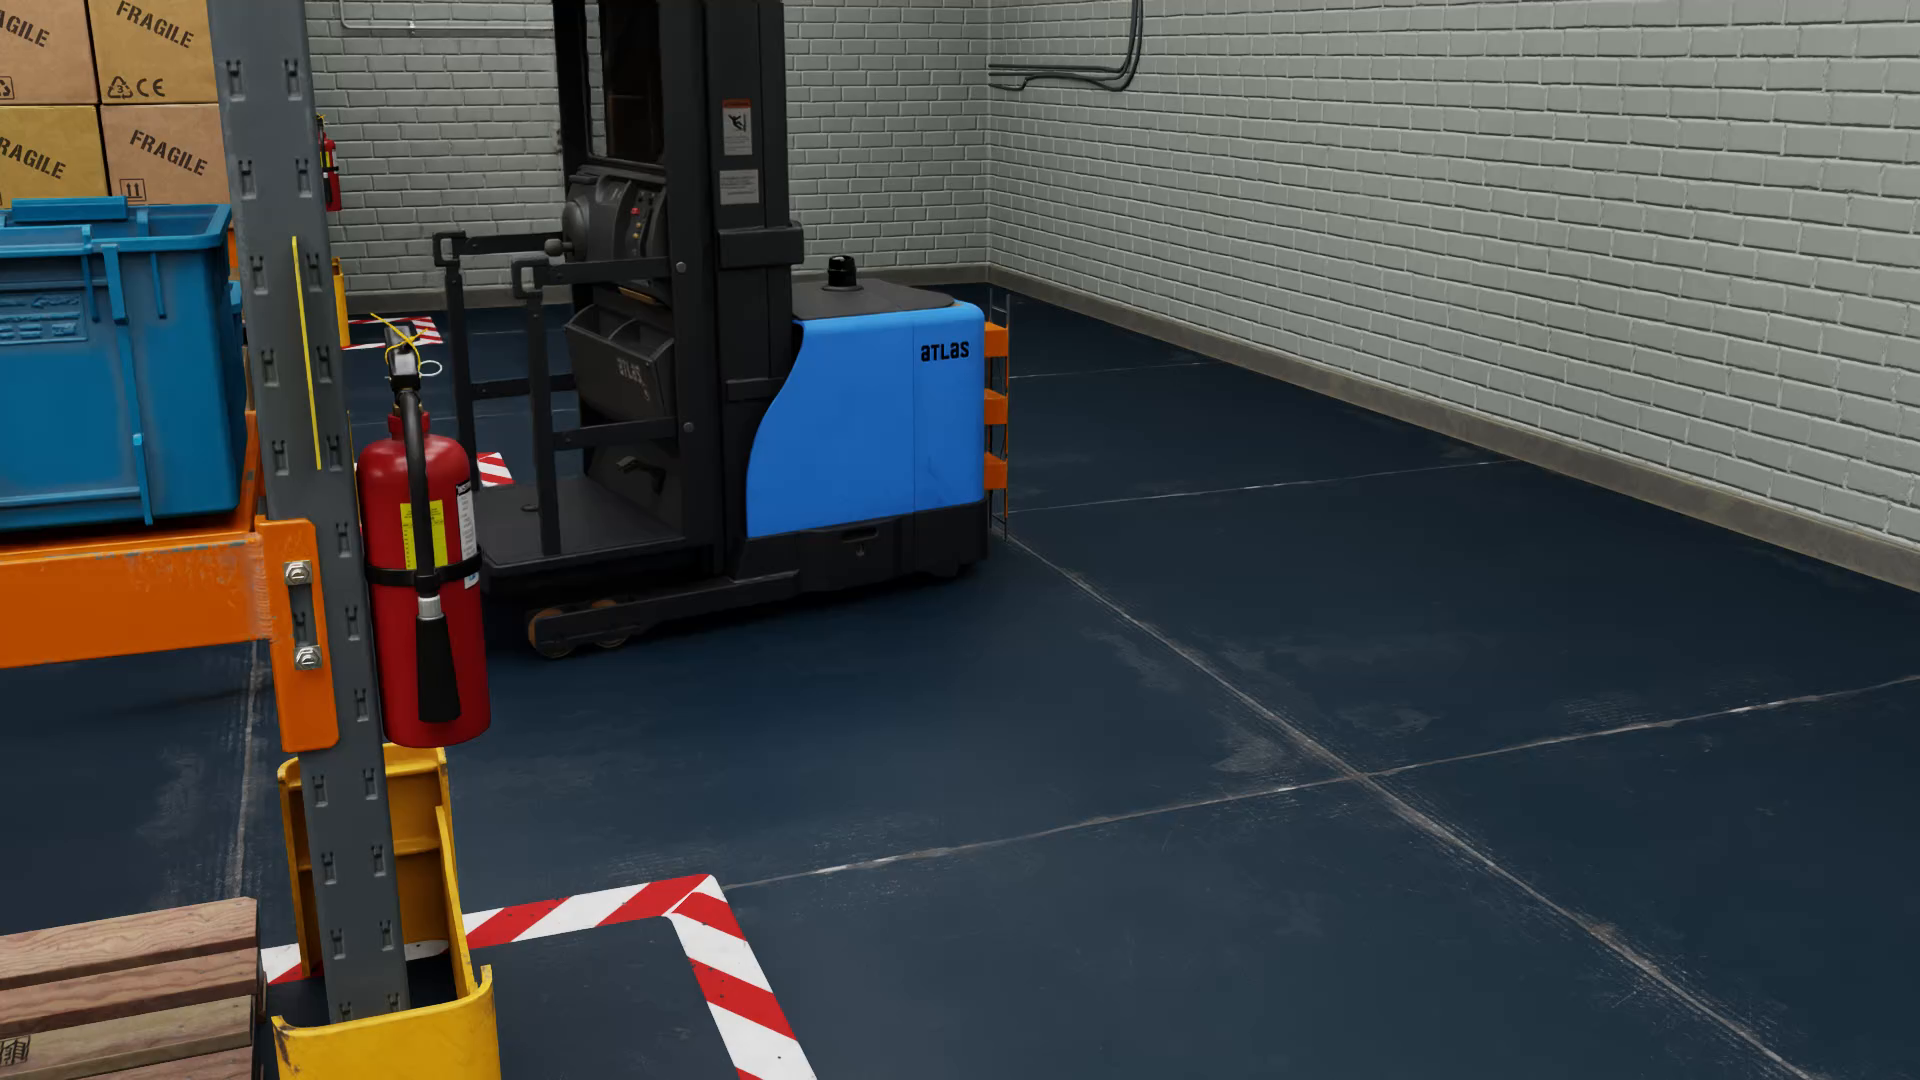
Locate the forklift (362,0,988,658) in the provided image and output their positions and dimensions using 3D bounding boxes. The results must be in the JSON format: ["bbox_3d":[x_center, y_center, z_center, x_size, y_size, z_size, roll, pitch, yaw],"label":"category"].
[{"bbox_3d":[-1.418,-1.170,5.881,3.031,2.935,1.130,-10,19,-30],"label":"forklift"}]

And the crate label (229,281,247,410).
[{"bbox_3d":[-1.503,-0.344,3.137,0.303,0.233,0.416,-6,17,-20],"label":"crate label"}]

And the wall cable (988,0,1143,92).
[{"bbox_3d":[0.709,-4.805,13.002,0.112,2.526,3.097,-6,17,-20],"label":"wall cable"}]

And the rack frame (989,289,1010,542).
[{"bbox_3d":[0.164,-0.521,7.011,0.008,1.050,0.200,-6,17,-20],"label":"rack frame"}]

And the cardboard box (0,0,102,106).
[{"bbox_3d":[-3.713,-1.997,6.622,0.500,0.500,0.500,-6,17,-19],"label":"cardboard box"}]

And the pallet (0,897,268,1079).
[{"bbox_3d":[-1.939,1.077,3.056,1.213,0.211,1.003,-6,17,-20],"label":"pallet"}]

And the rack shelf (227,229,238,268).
[{"bbox_3d":[-4.792,-1.091,6.765,4.000,0.370,1.077,-6,17,-20],"label":"rack shelf"}]

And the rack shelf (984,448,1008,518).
[{"bbox_3d":[0.050,-0.232,7.050,0.240,0.259,0.215,-6,17,-20],"label":"rack shelf"}]

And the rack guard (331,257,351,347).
[{"bbox_3d":[-4.678,-1.744,12.148,0.348,0.500,1.175,-6,17,-20],"label":"rack guard"}]

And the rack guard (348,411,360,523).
[{"bbox_3d":[-2.995,-0.430,7.677,0.348,0.500,1.175,-6,17,-20],"label":"rack guard"}]

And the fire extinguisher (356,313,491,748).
[{"bbox_3d":[-0.852,-0.013,2.619,0.183,0.674,0.296,-6,17,-20],"label":"fire extinguisher"}]

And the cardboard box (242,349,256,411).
[{"bbox_3d":[-3.344,-0.530,7.234,0.500,0.500,0.500,-6,17,-20],"label":"cardboard box"}]

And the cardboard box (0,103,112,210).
[{"bbox_3d":[-3.728,-1.515,6.758,0.500,0.500,0.500,-6,17,-20],"label":"cardboard box"}]

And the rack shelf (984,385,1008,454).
[{"bbox_3d":[0.050,-0.499,6.972,0.240,0.259,0.215,-6,17,-20],"label":"rack shelf"}]

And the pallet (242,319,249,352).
[{"bbox_3d":[-5.419,-1.501,11.836,1.213,0.211,1.003,-6,17,-20],"label":"pallet"}]

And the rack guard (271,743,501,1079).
[{"bbox_3d":[-1.137,0.860,3.284,0.348,0.500,1.175,-6,17,-20],"label":"rack guard"}]

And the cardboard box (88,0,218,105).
[{"bbox_3d":[-3.241,-2.048,6.797,0.500,0.500,0.500,-6,18,-21],"label":"cardboard box"}]

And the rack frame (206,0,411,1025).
[{"bbox_3d":[-1.155,-0.334,2.911,0.127,3.000,1.000,-6,17,-20],"label":"rack frame"}]

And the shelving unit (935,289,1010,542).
[{"bbox_3d":[0.050,-0.509,6.969,0.252,1.050,0.215,-6,17,-20],"label":"shelving unit"}]

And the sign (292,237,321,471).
[{"bbox_3d":[-0.943,-0.269,2.401,0.005,0.325,0.100,-6,17,-20],"label":"sign"}]

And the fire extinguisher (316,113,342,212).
[{"bbox_3d":[-4.394,-2.618,11.489,0.183,0.674,0.296,-6,17,-20],"label":"fire extinguisher"}]

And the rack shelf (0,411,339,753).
[{"bbox_3d":[-3.023,0.213,2.326,4.000,0.370,1.077,-6,17,-20],"label":"rack shelf"}]

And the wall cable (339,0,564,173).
[{"bbox_3d":[-3.843,-3.806,12.932,1.851,1.984,0.084,-6,17,-20],"label":"wall cable"}]

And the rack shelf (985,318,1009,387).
[{"bbox_3d":[0.050,-0.771,6.892,0.240,0.259,0.215,-6,17,-20],"label":"rack shelf"}]

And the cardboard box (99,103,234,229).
[{"bbox_3d":[-3.245,-1.569,6.939,0.500,0.500,0.500,-6,17,-18],"label":"cardboard box"}]

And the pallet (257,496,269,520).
[{"bbox_3d":[-3.739,-0.211,7.443,1.213,0.211,1.003,-6,17,-20],"label":"pallet"}]

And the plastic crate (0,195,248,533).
[{"bbox_3d":[-1.401,-0.297,2.616,0.499,0.435,0.616,-6,17,-20],"label":"plastic crate"}]

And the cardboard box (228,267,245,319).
[{"bbox_3d":[-5.318,-1.846,11.751,0.500,0.500,0.700,-6,17,-20],"label":"cardboard box"}]
